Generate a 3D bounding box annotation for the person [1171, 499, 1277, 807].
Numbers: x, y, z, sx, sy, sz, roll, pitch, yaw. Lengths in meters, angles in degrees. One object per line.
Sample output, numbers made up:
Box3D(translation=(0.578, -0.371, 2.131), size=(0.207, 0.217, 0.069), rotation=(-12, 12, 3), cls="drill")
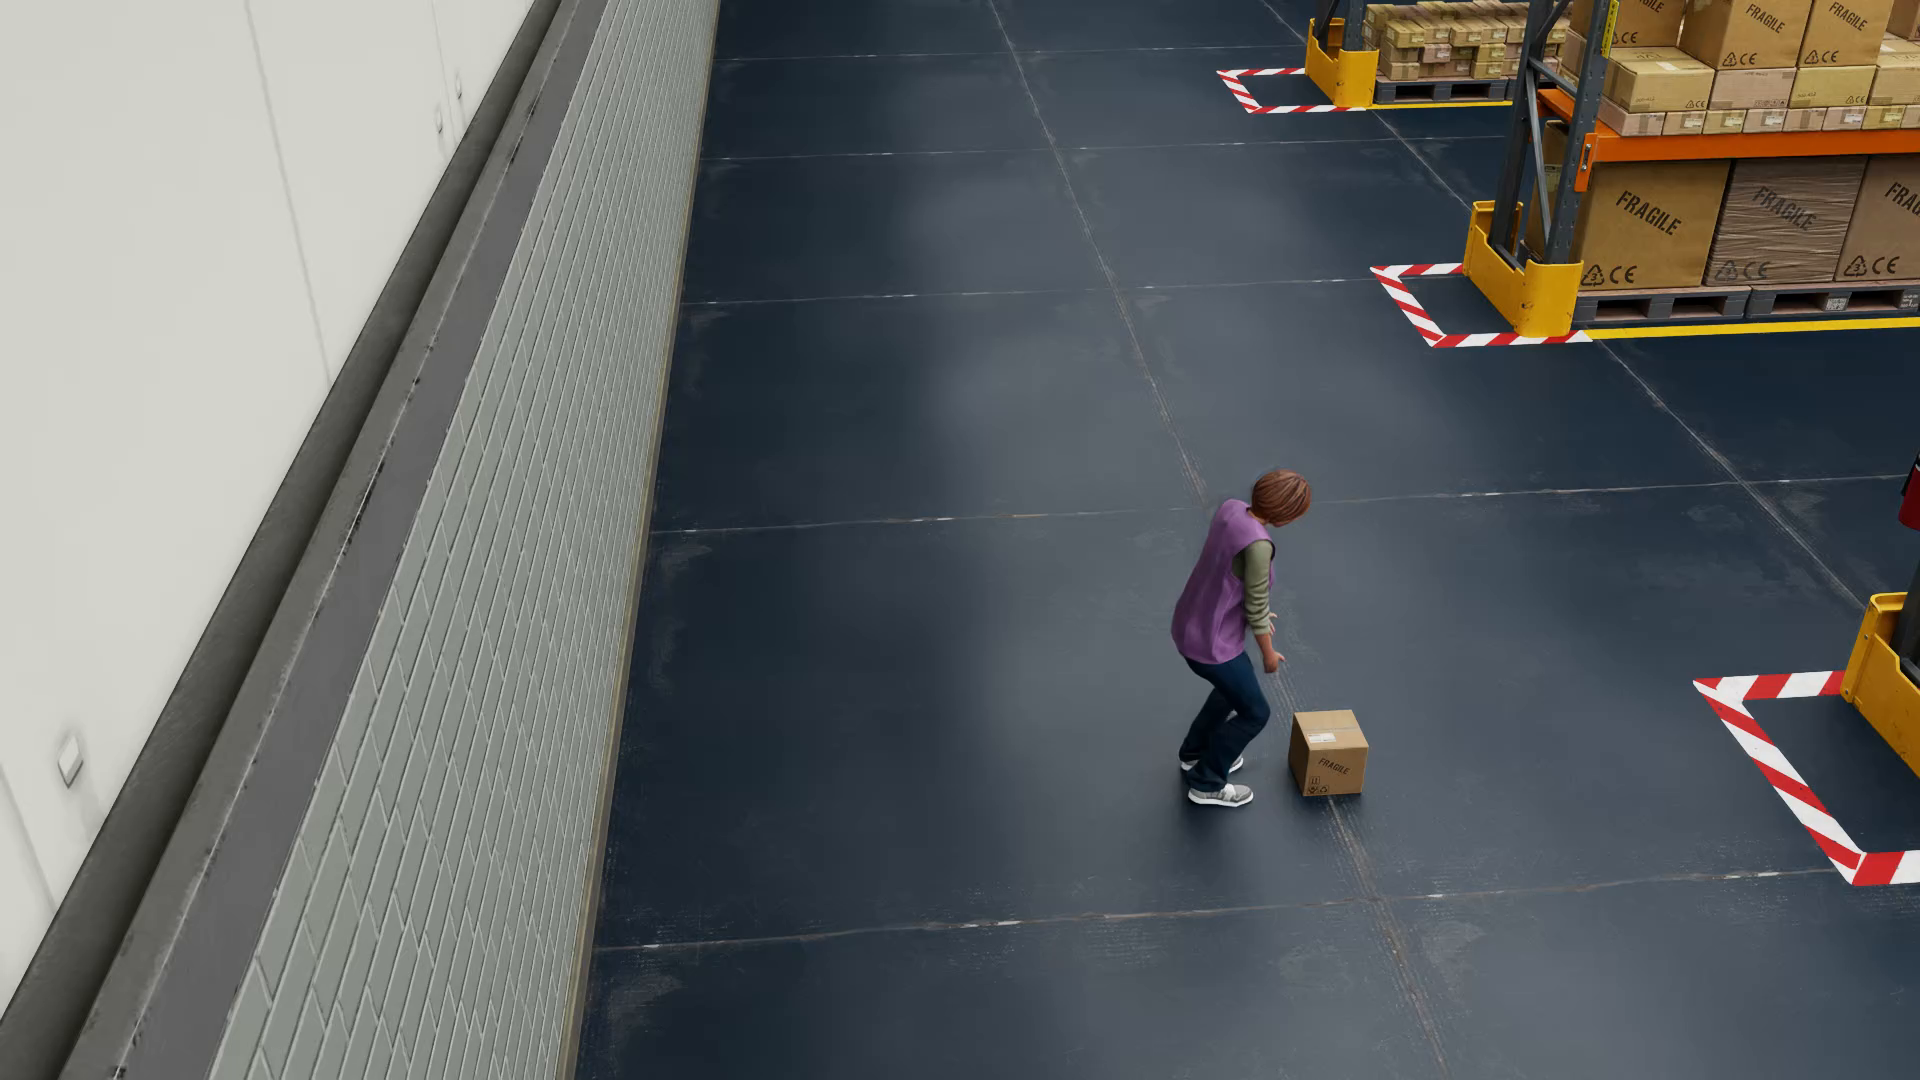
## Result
Box3D(translation=(2.925, 2.125, 2.159), size=(3.464, 3.201, 10.164), rotation=(-2, 32, -4), cls="person")
